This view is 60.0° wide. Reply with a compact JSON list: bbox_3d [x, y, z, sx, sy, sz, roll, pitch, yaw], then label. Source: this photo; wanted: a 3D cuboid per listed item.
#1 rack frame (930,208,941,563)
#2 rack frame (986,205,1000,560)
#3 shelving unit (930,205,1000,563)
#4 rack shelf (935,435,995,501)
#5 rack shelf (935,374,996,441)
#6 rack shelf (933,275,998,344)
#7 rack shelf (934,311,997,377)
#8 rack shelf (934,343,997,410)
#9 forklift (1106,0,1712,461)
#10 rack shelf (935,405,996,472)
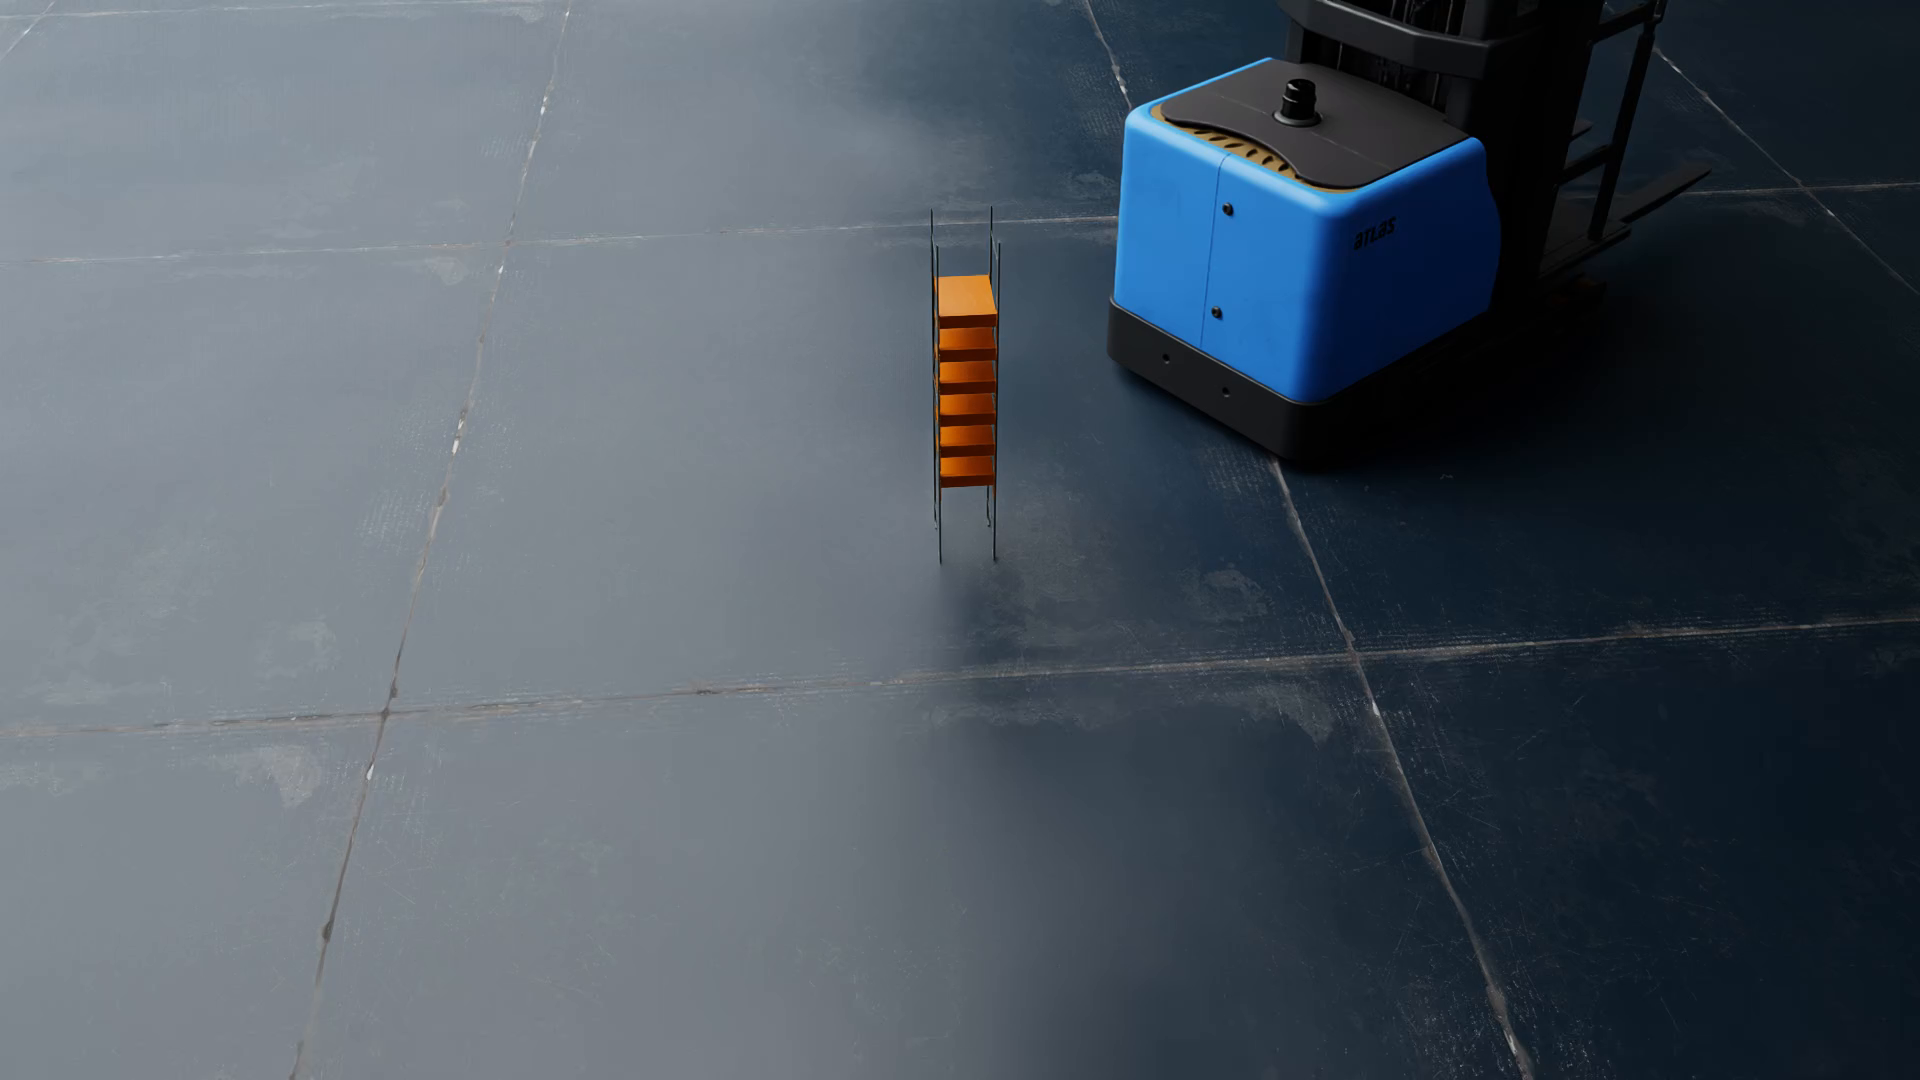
[{"bbox_3d":[-0.077,-0.467,5.343,0.006,1.200,0.240,-3,38,-4],"label":"rack frame"},{"bbox_3d":[0.106,-0.477,5.355,0.006,1.200,0.240,-3,38,-4],"label":"rack frame"},{"bbox_3d":[0.014,-0.472,5.349,0.189,1.200,0.258,-3,38,-4],"label":"shelving unit"},{"bbox_3d":[0.014,-0.249,5.525,0.180,0.103,0.258,-3,38,-4],"label":"rack shelf"},{"bbox_3d":[0.014,-0.437,5.377,0.180,0.103,0.258,-3,38,-4],"label":"rack shelf"},{"bbox_3d":[0.014,-0.720,5.154,0.180,0.103,0.258,-3,38,-4],"label":"rack shelf"},{"bbox_3d":[0.014,-0.625,5.228,0.180,0.103,0.258,-3,38,-4],"label":"rack shelf"},{"bbox_3d":[0.014,-0.531,5.302,0.180,0.103,0.258,-3,38,-4],"label":"rack shelf"},{"bbox_3d":[2.025,-2.207,6.151,3.031,2.935,1.130,-28,46,-31],"label":"forklift"},{"bbox_3d":[0.014,-0.343,5.451,0.180,0.103,0.258,-3,38,-4],"label":"rack shelf"}]
